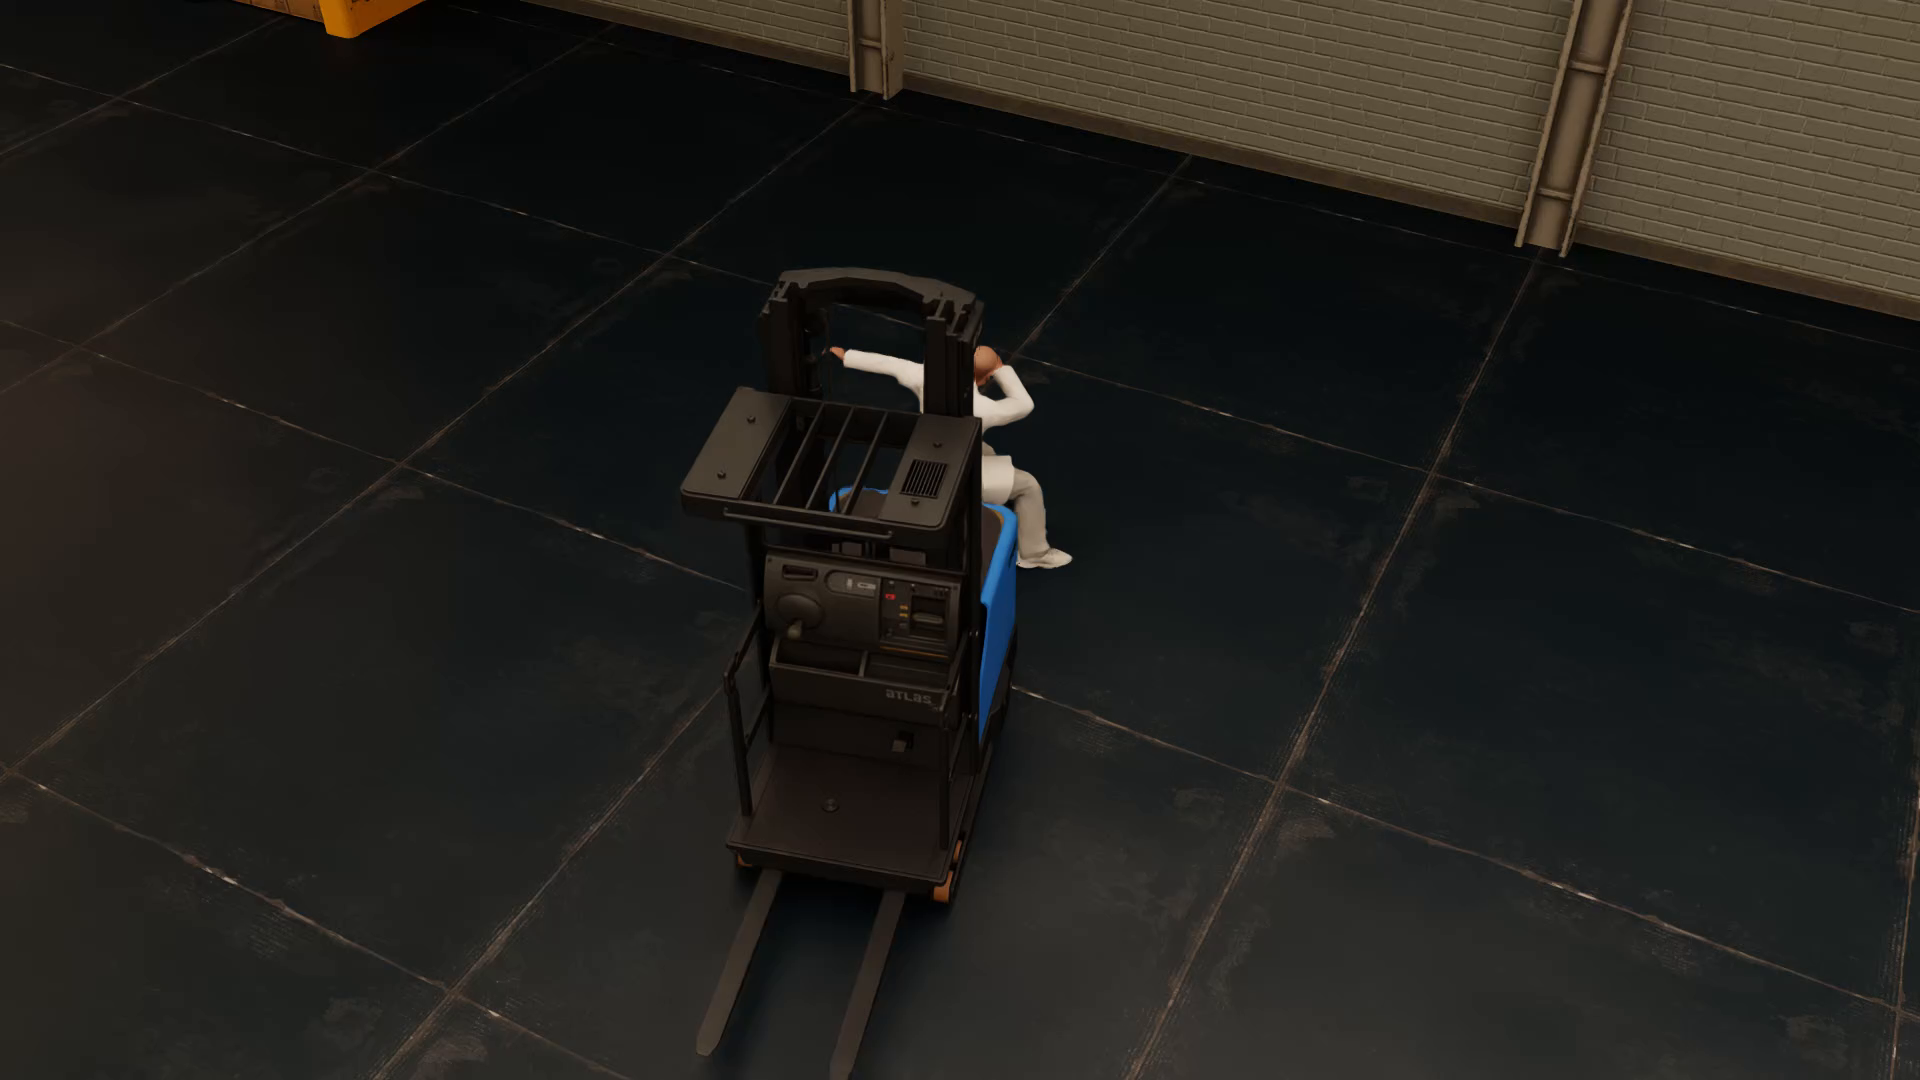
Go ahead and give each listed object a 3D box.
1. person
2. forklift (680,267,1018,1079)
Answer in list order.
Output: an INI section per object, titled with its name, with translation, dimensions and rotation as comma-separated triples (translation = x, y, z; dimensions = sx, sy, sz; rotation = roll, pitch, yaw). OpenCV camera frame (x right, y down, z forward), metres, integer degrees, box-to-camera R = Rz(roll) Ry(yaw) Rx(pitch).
[person]
translation = -0.039, -0.582, 9.873
dimensions = 1.467, 1.450, 0.747
rotation = 28, 47, 29
[forklift]
translation = -0.500, 0.385, 7.529
dimensions = 1.130, 2.935, 3.031
rotation = 8, 41, 10
